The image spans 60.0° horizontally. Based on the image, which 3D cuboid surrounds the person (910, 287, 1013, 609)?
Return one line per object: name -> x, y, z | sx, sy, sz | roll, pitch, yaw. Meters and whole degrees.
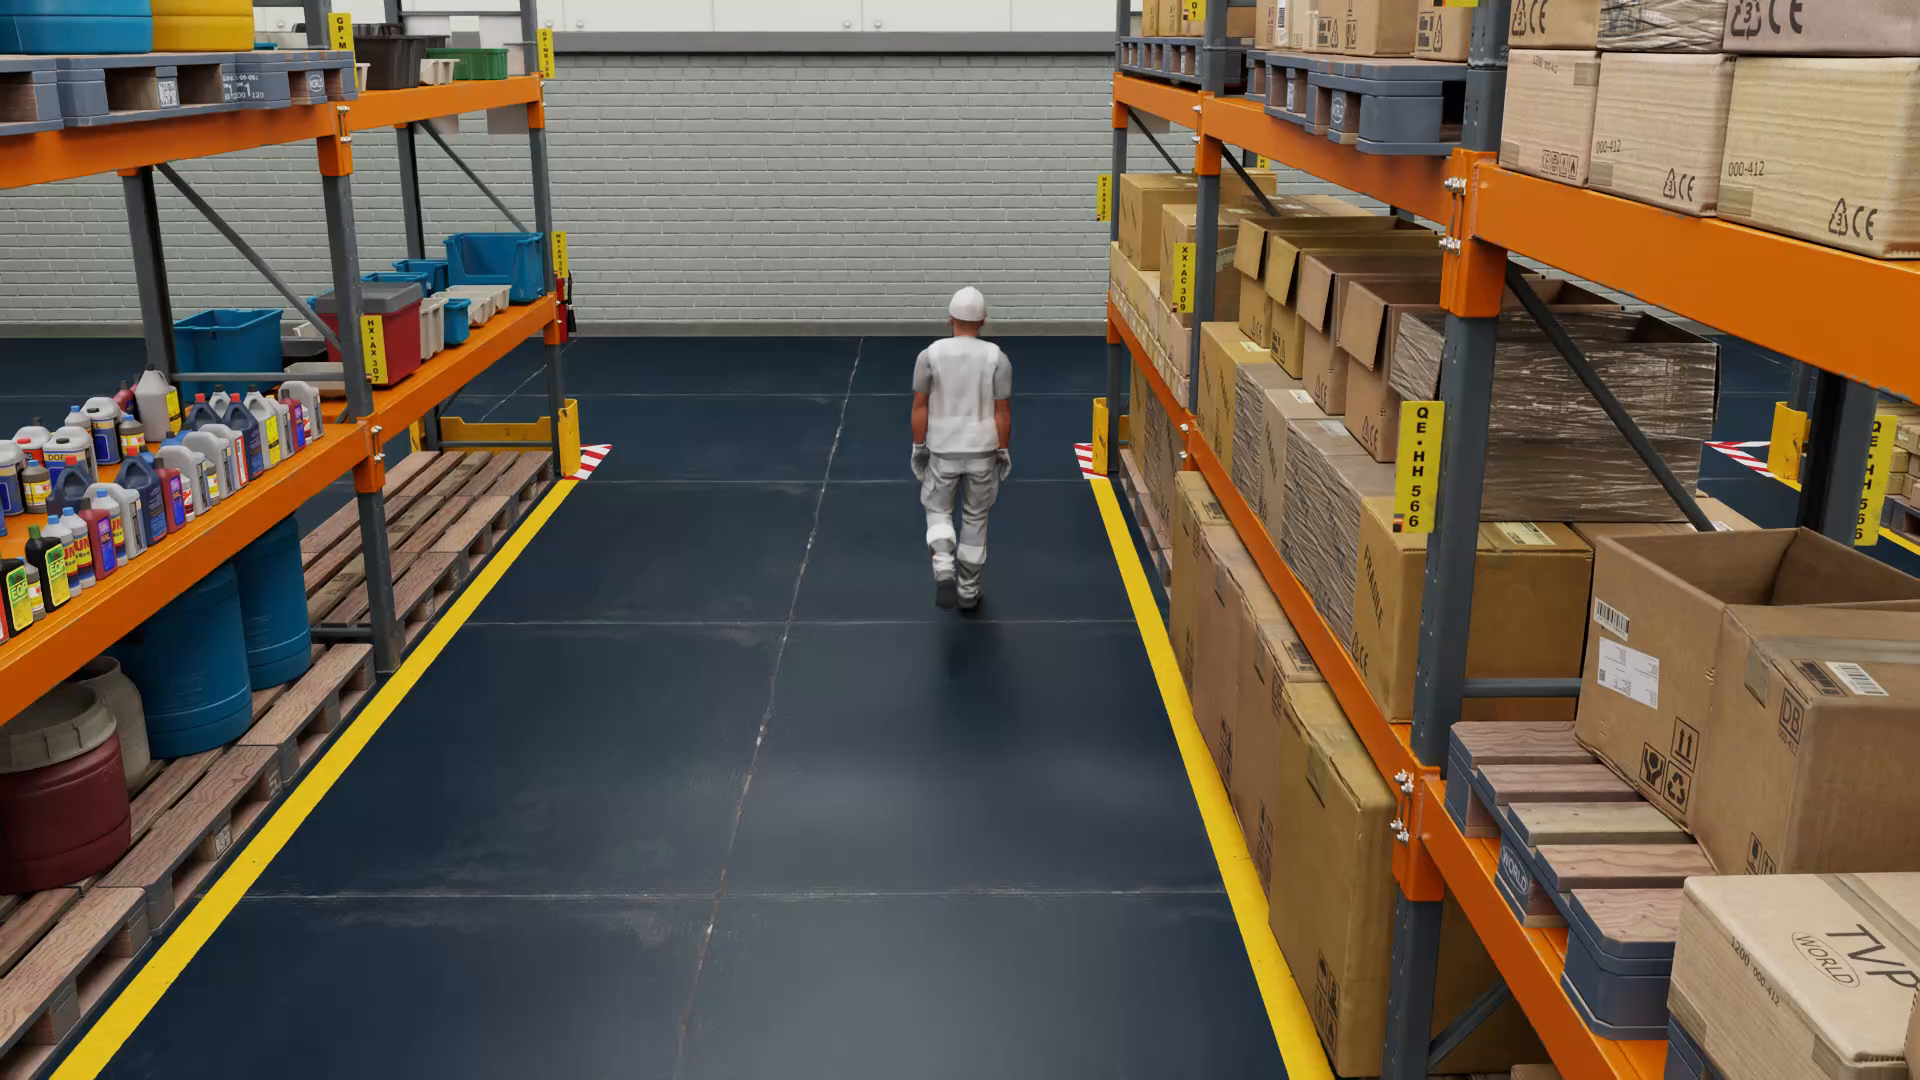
person -> 0.006, -0.460, 8.939 | 0.546, 1.779, 0.645 | 0, 17, 2
